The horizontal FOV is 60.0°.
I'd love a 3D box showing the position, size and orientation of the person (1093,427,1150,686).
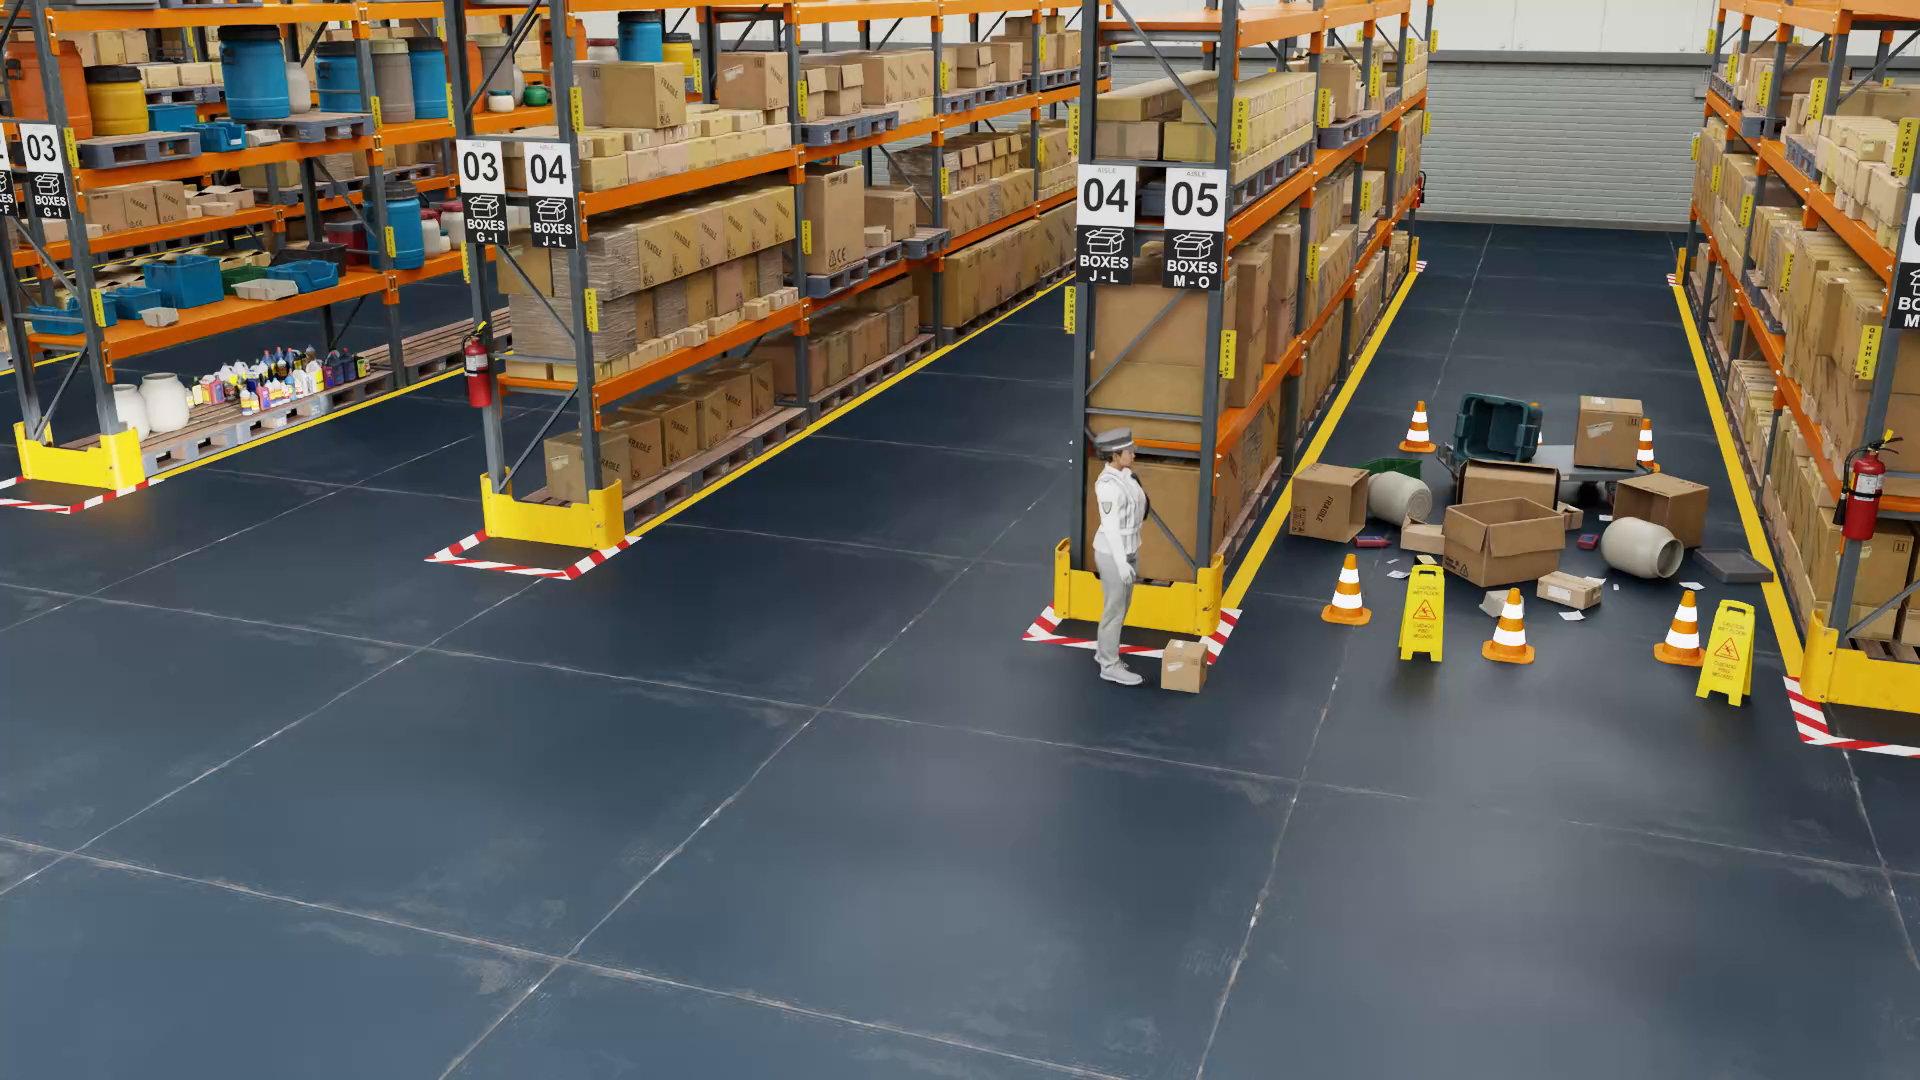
[{"bbox_3d":[1.047,0.119,10.765,0.388,1.747,0.481,7,20,19],"label":"person"}]
